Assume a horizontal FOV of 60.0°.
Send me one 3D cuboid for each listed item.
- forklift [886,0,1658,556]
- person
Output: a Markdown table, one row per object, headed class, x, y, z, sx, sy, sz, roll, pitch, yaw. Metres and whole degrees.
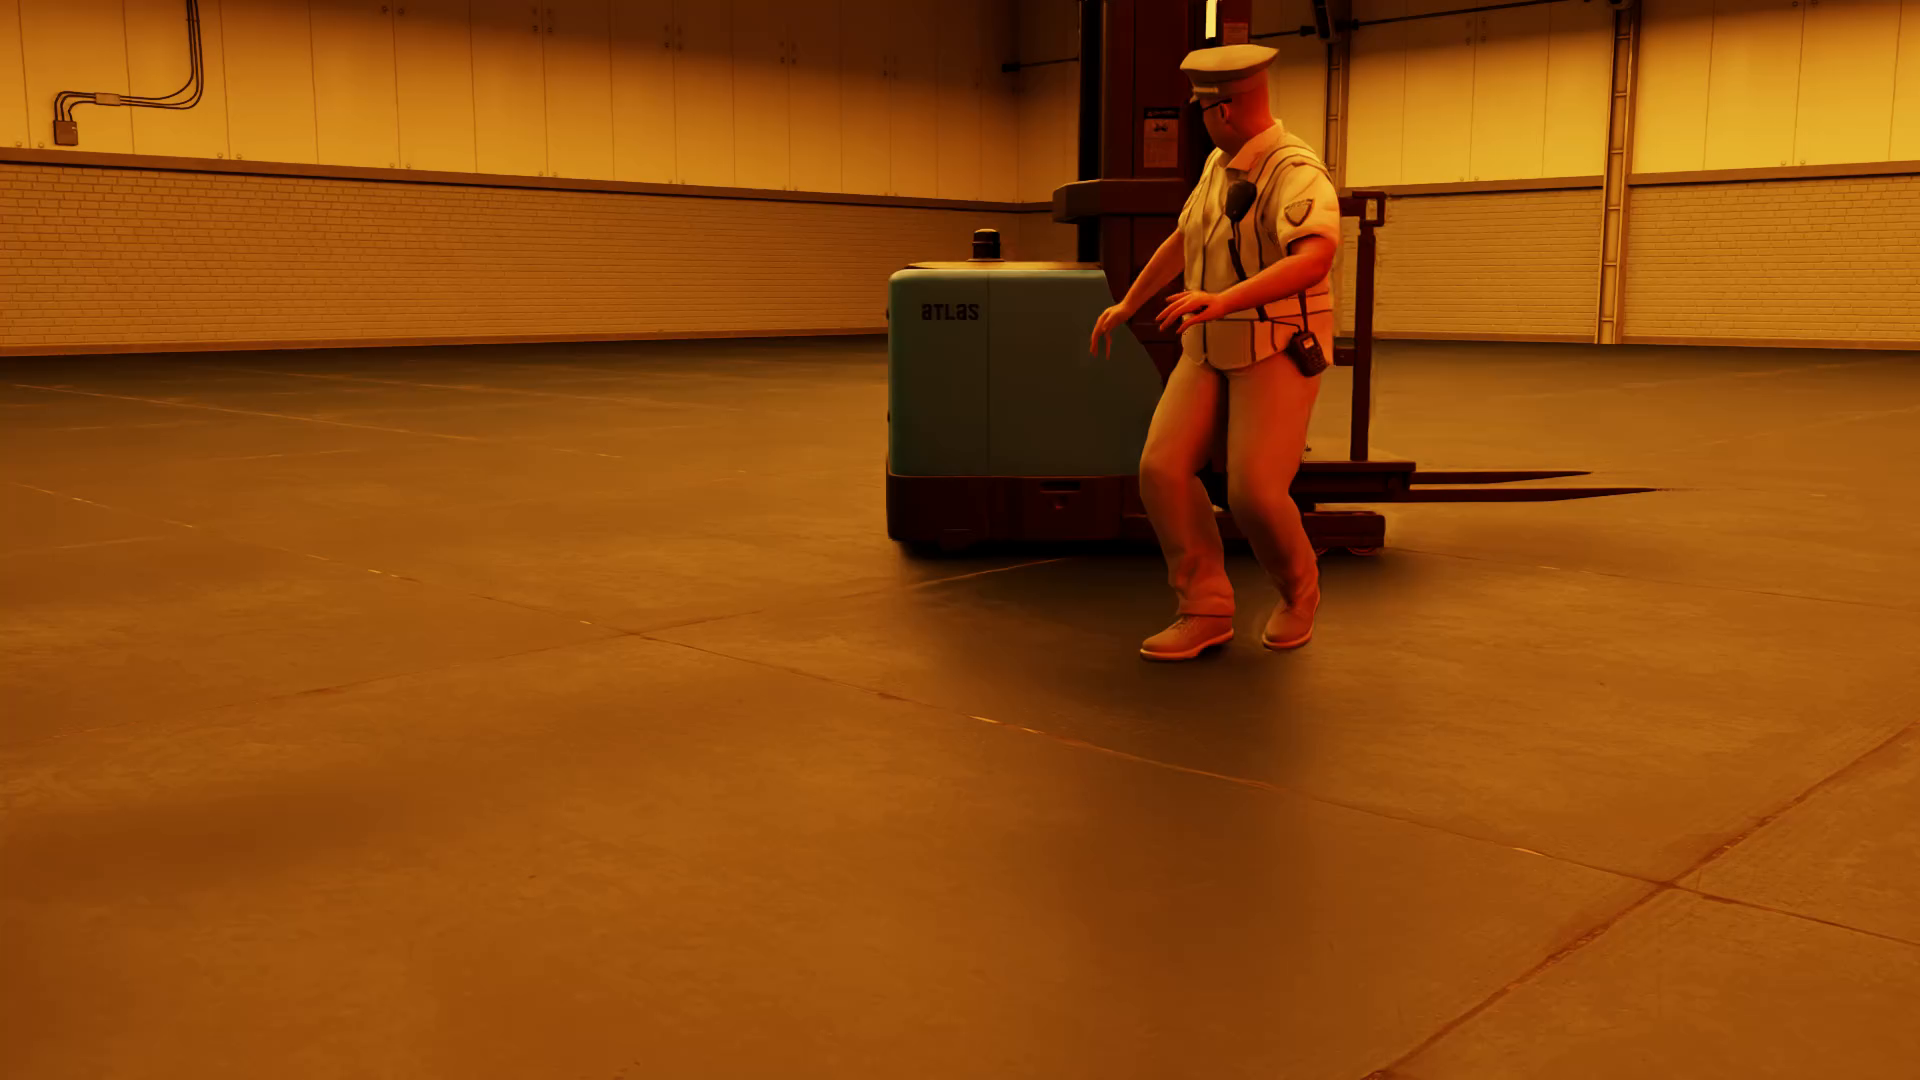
| class | x | y | z | sx | sy | sz | roll | pitch | yaw |
| --- | --- | --- | --- | --- | --- | --- | --- | --- | --- |
| forklift | 1.220 | -1.466 | 6.610 | 3.031 | 2.935 | 1.130 | 0 | 9 | -3 |
| person | 0.671 | -0.506 | 4.539 | 0.789 | 1.654 | 0.843 | -7 | 11 | -38 |
